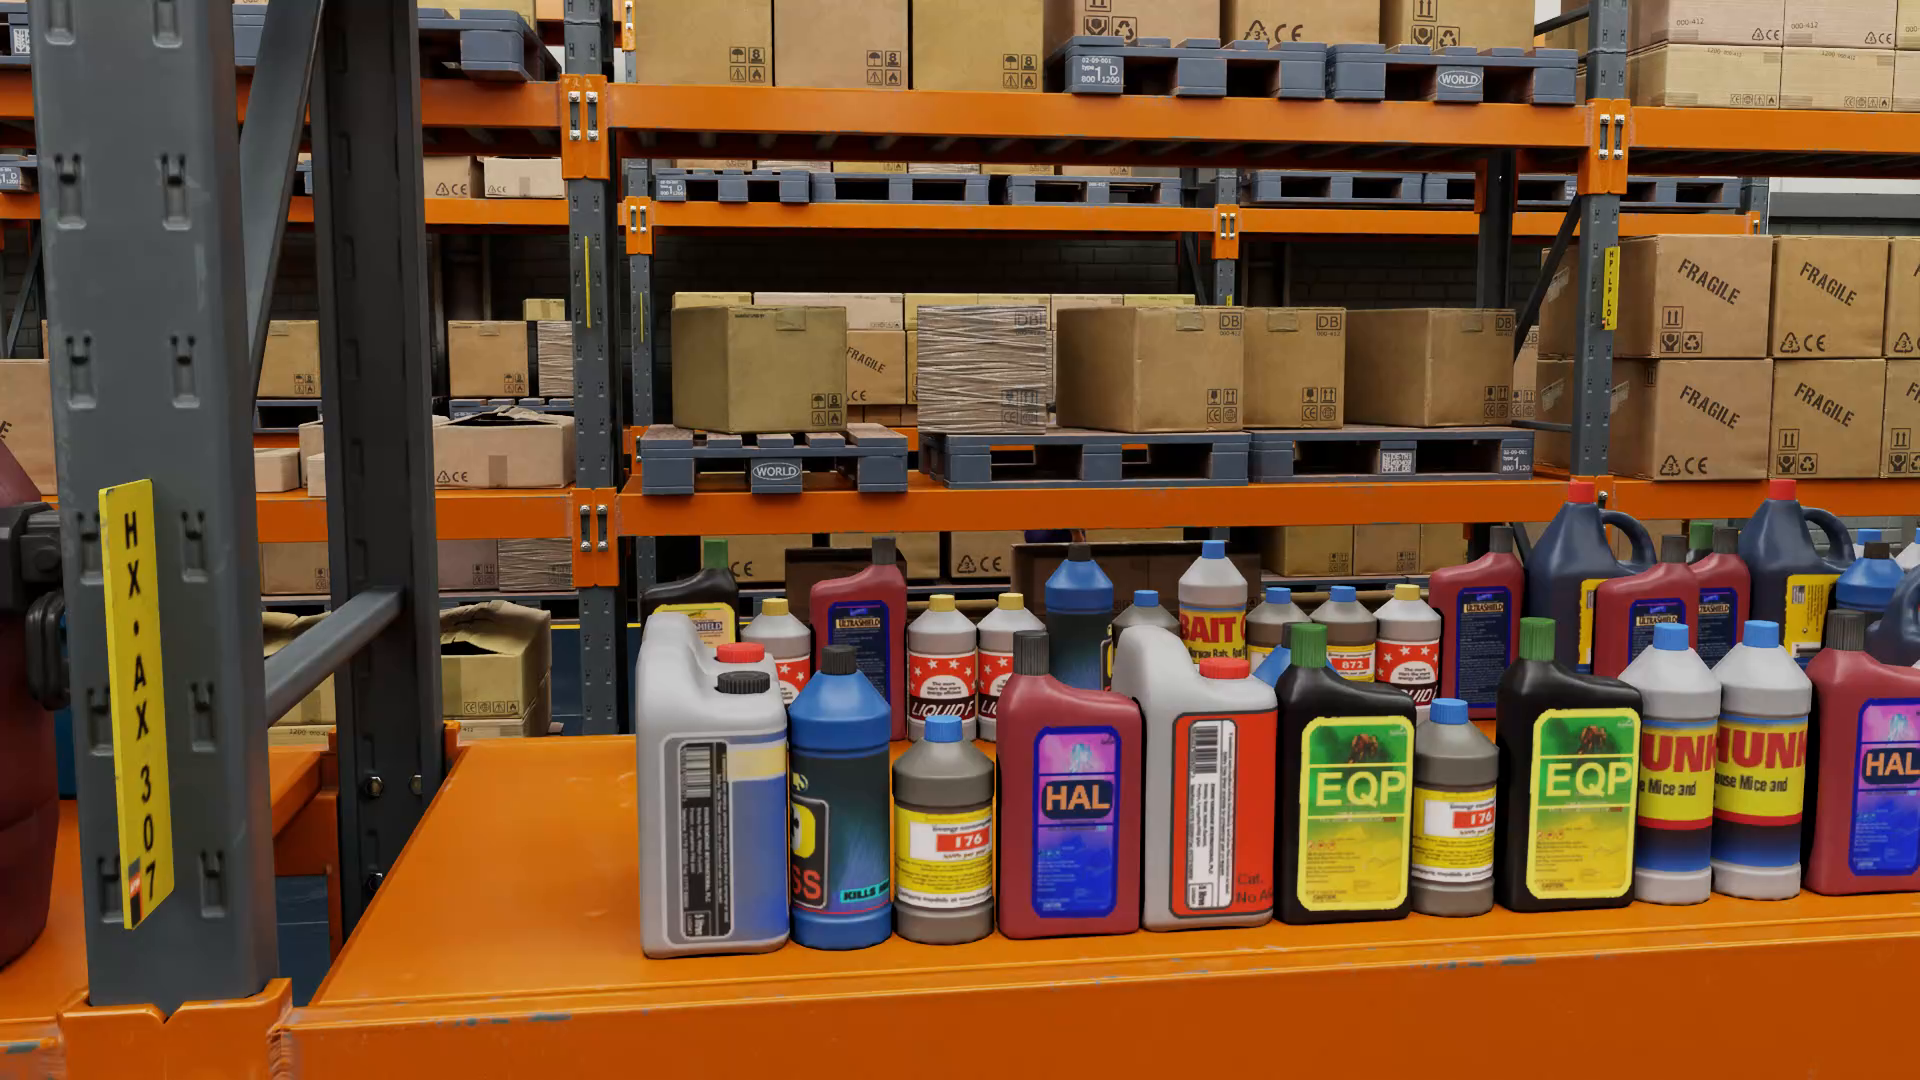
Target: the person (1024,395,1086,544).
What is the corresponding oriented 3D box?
[{"bbox_3d":[0.587,-0.036,9.189,0.425,1.651,0.557,-1,7,-12],"label":"person"}]
